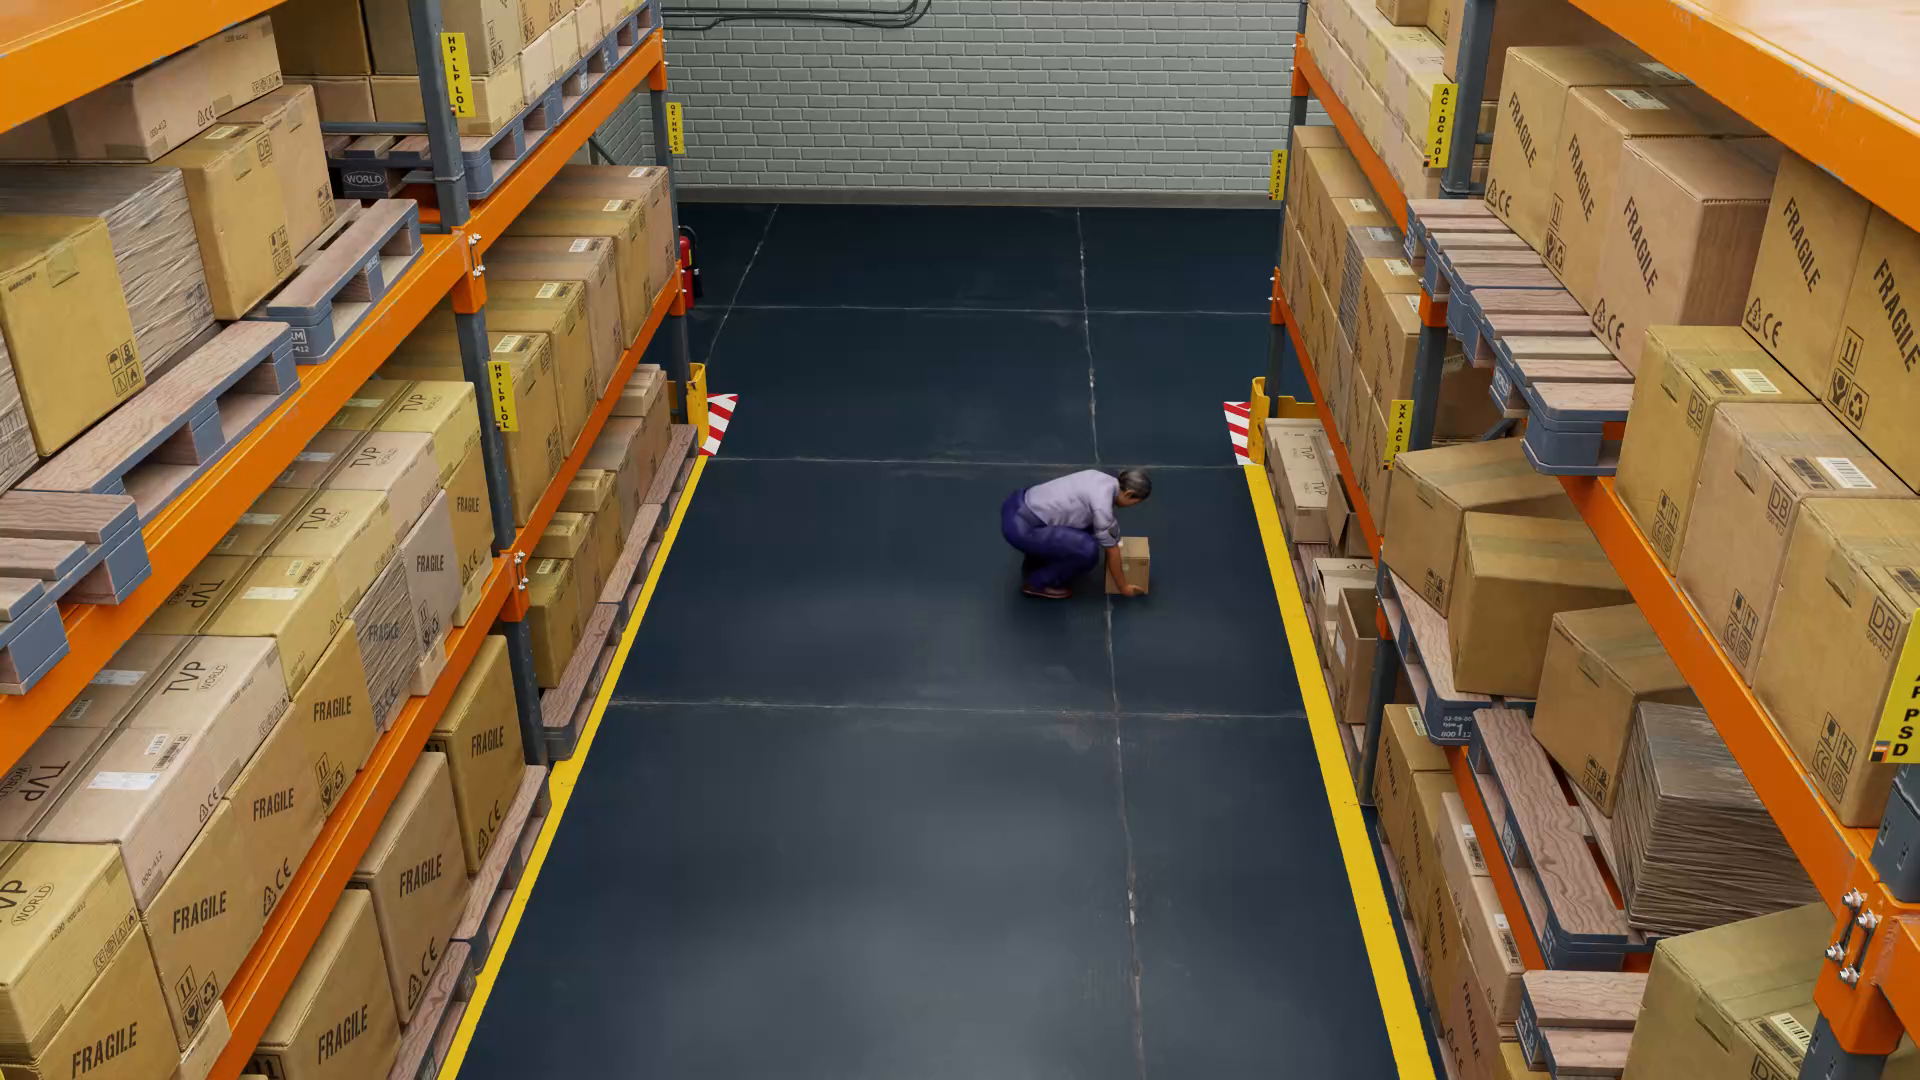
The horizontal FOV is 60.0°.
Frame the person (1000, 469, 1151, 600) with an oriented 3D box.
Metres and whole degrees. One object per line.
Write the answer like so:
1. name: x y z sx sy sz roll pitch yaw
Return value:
1. person: 0.671 -0.056 9.739 0.874 0.761 0.510 0 28 1
